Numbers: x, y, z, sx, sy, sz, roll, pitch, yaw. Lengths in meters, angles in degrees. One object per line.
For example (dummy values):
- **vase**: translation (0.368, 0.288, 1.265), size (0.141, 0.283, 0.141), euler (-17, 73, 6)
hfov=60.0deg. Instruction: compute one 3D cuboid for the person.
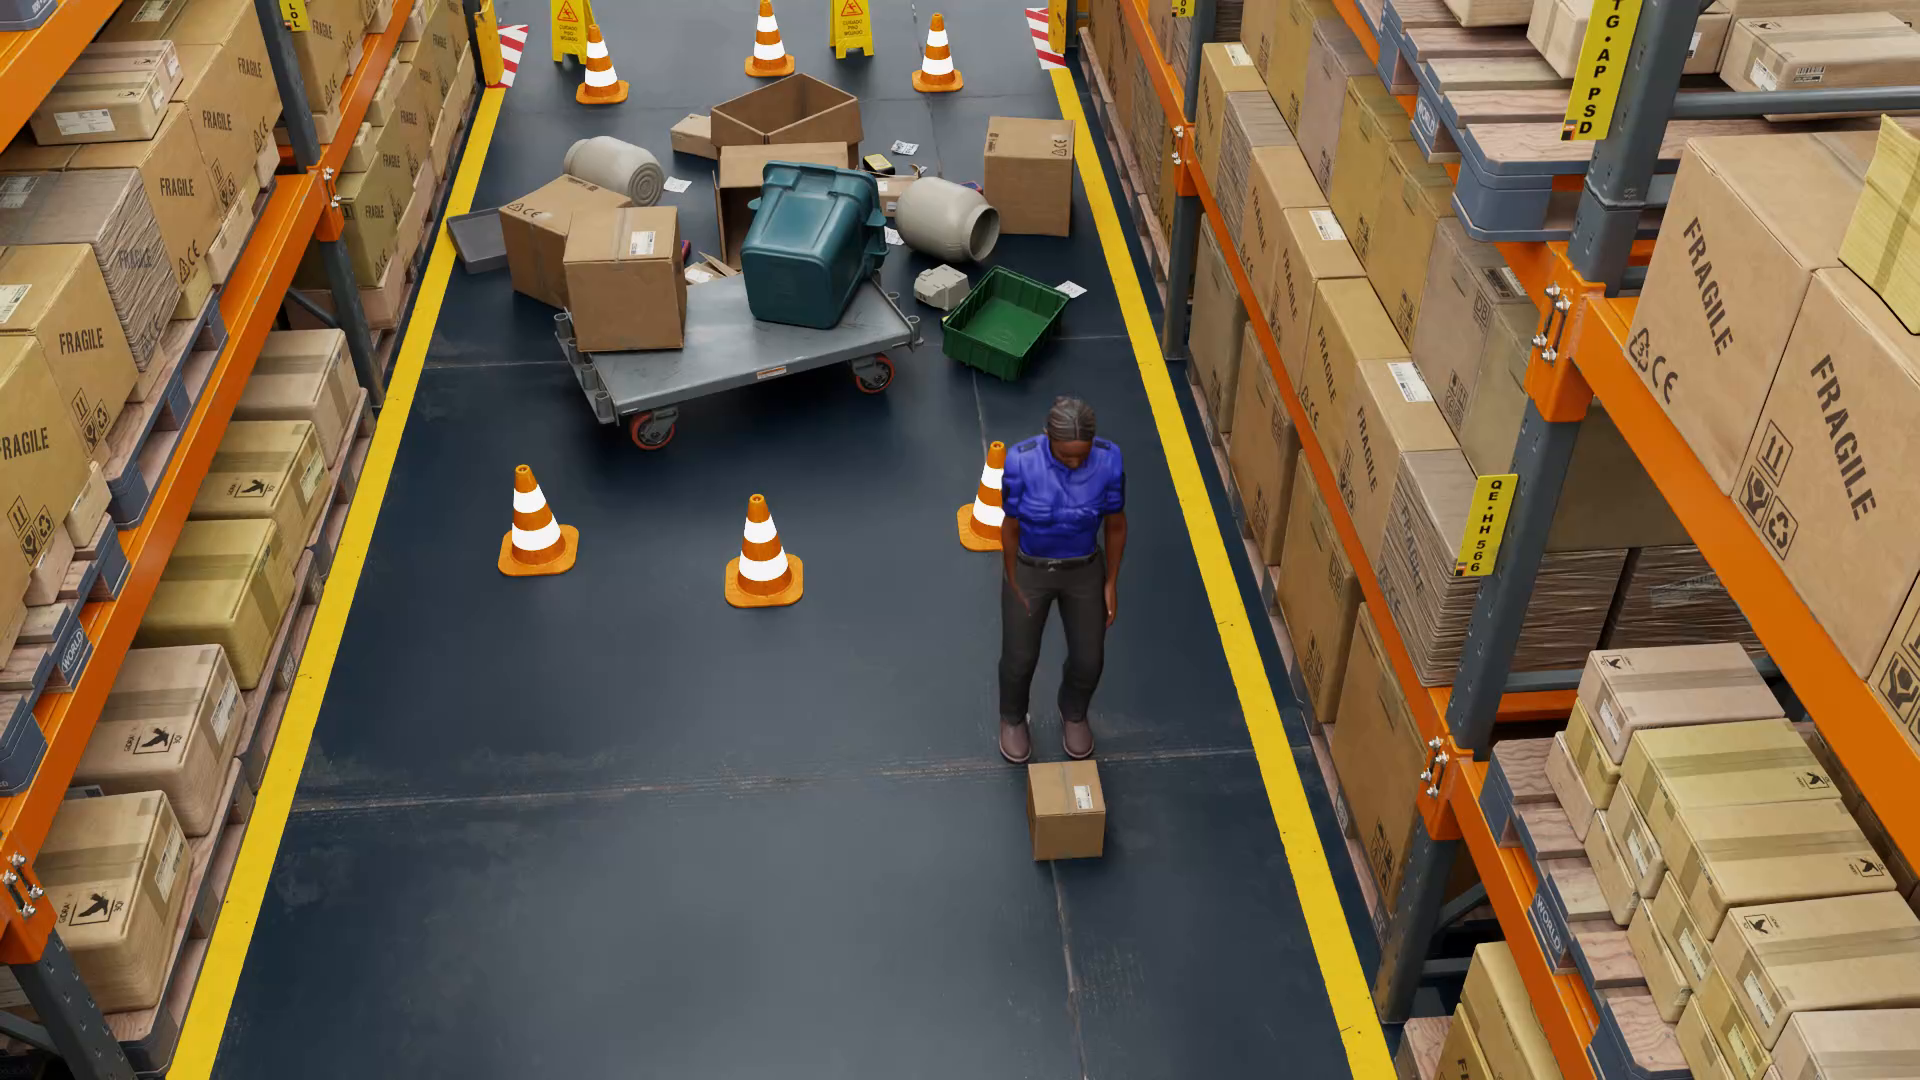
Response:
- **person**: translation (0.367, 0.140, 6.019), size (0.447, 1.631, 0.337), euler (-2, 39, -3)
